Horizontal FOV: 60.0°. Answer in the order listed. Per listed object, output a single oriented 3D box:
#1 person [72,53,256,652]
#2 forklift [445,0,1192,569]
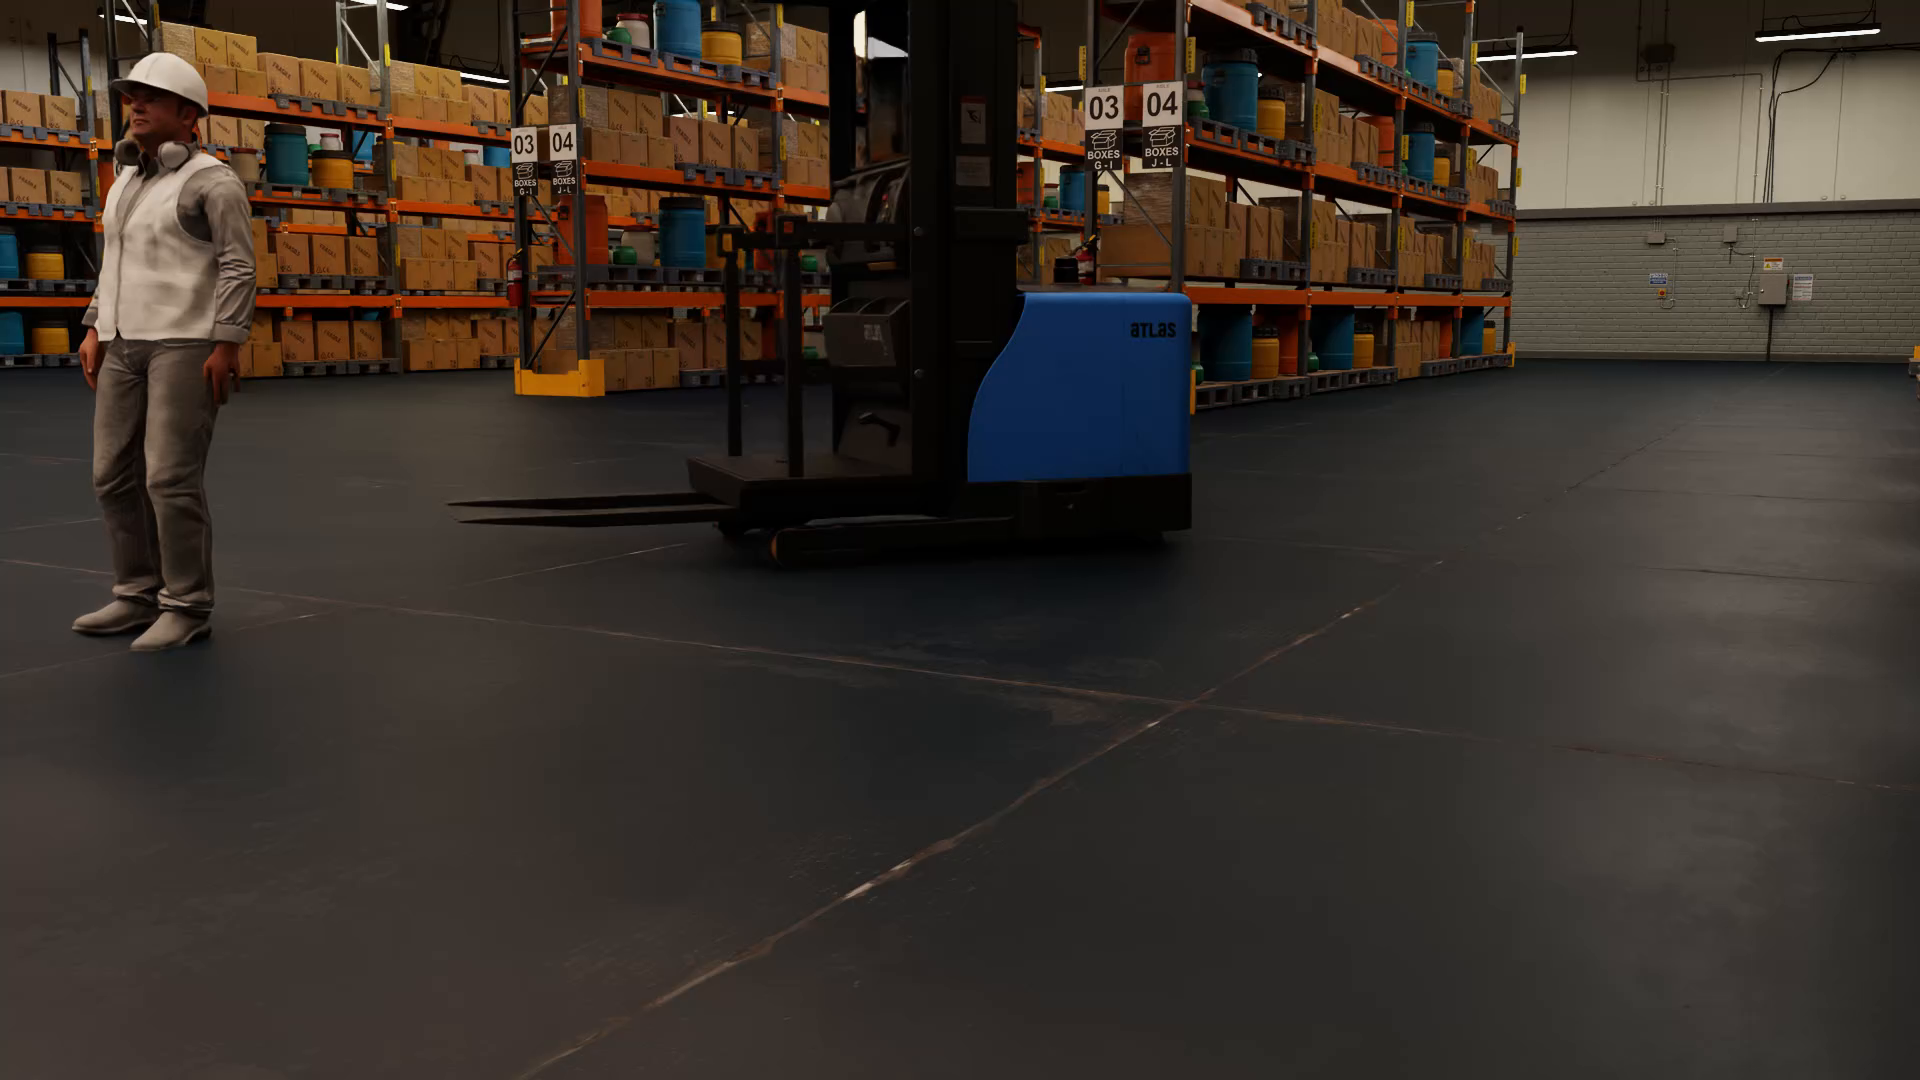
[{"bbox_3d":[-2.479,-0.578,5.101,0.606,1.794,0.497,4,9,27],"label":"person"},{"bbox_3d":[-0.575,-1.418,6.871,3.031,2.935,1.130,-3,8,-21],"label":"forklift"}]
